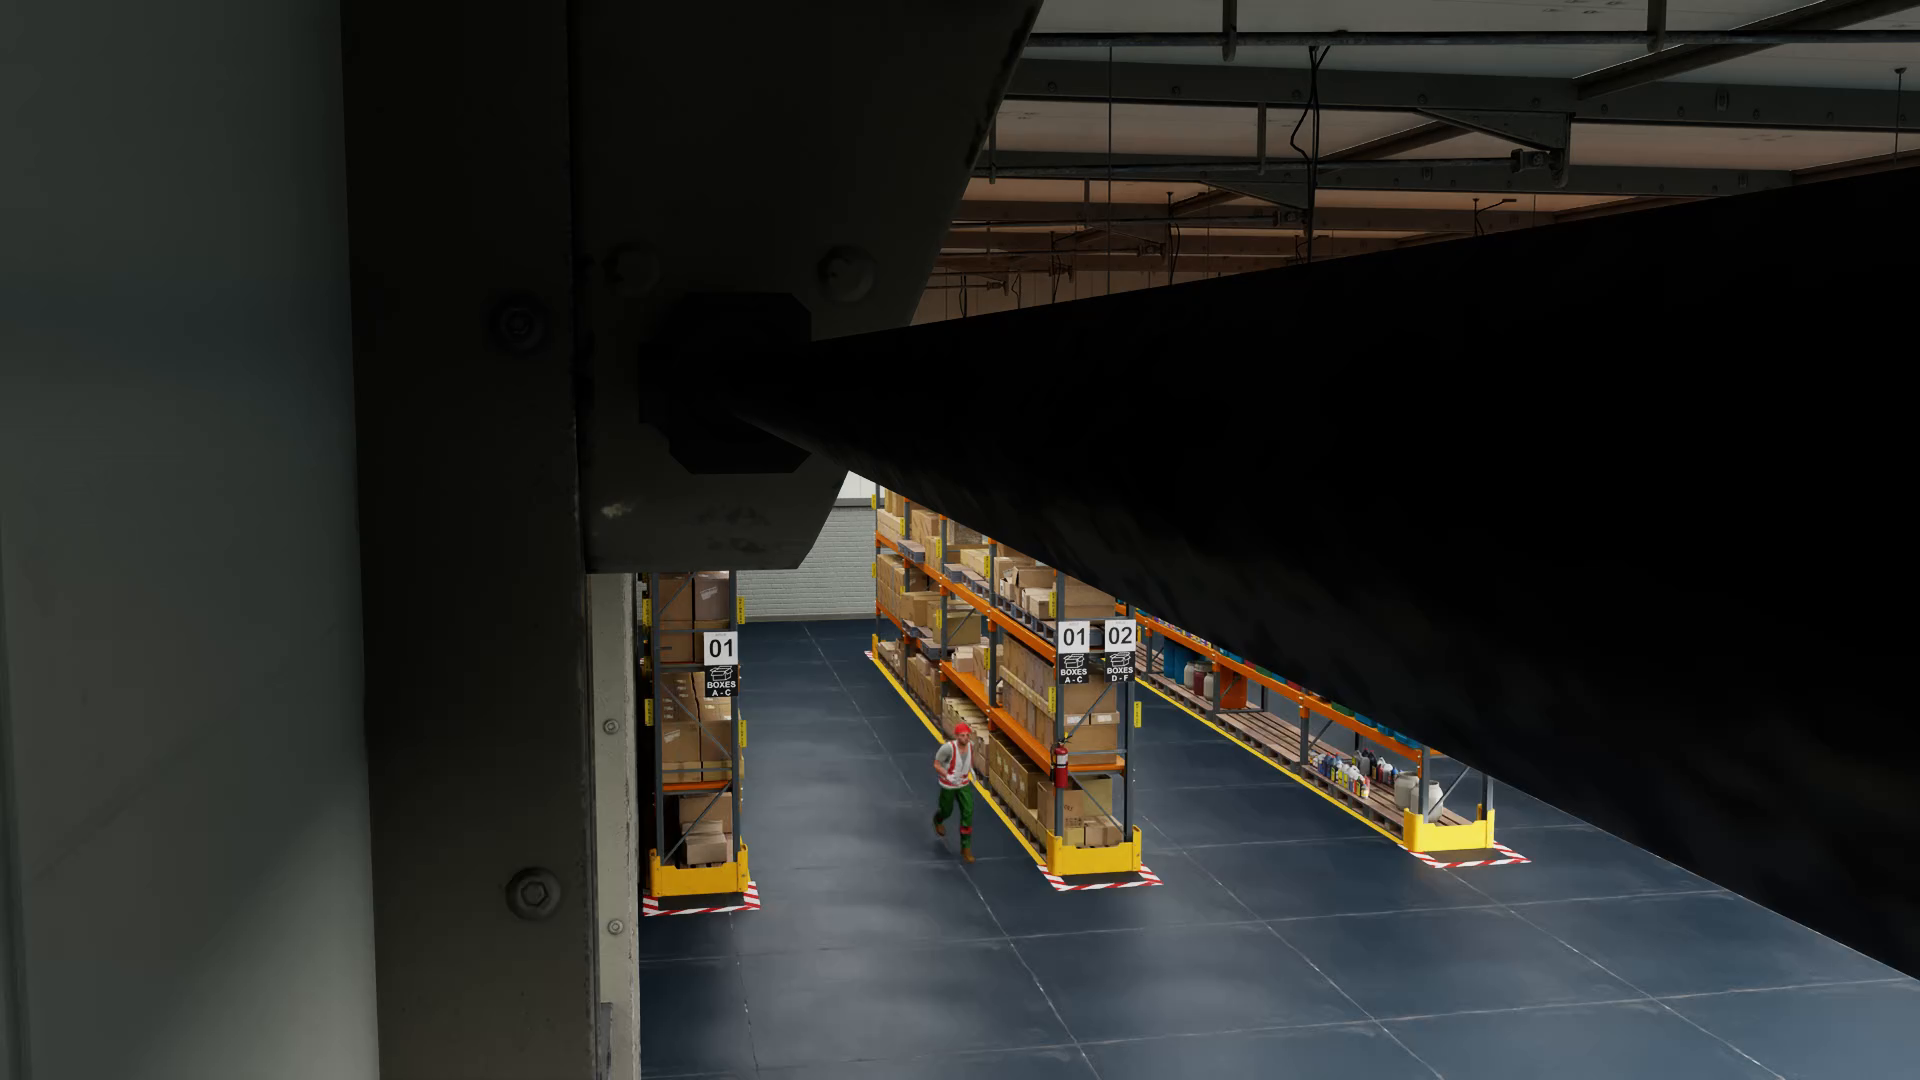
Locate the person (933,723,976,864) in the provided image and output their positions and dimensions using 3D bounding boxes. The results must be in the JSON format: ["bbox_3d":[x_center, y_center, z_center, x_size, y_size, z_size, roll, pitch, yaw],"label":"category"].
[{"bbox_3d":[-0.081,3.228,21.745,0.658,1.773,1.135,-3,6,-24],"label":"person"}]
